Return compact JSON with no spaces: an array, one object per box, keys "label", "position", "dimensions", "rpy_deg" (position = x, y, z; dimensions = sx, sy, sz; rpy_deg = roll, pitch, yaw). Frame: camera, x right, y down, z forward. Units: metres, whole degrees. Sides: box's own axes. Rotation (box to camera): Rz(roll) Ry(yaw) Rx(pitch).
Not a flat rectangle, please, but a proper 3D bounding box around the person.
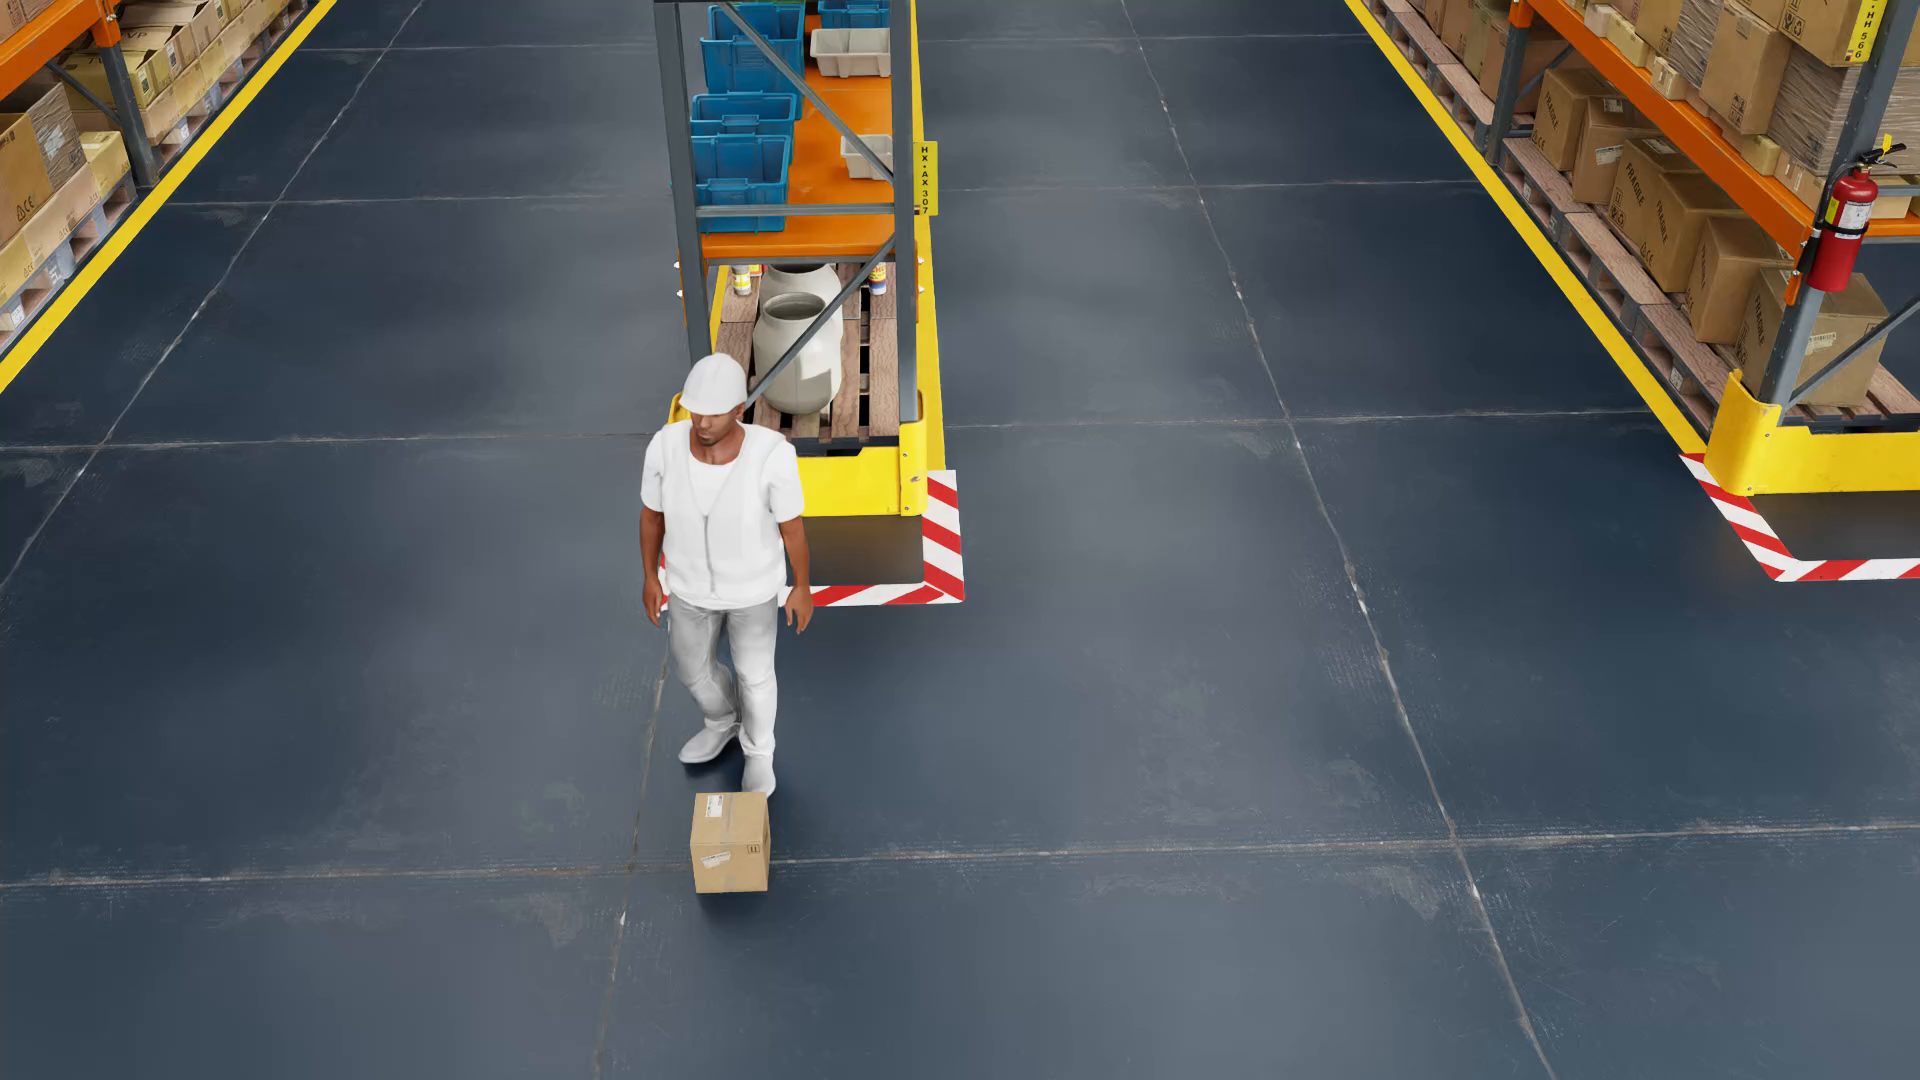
[{"label":"person","position":[-0.828,0.147,5.892],"dimensions":[0.608,1.765,0.432],"rpy_deg":[5,35,7]}]
